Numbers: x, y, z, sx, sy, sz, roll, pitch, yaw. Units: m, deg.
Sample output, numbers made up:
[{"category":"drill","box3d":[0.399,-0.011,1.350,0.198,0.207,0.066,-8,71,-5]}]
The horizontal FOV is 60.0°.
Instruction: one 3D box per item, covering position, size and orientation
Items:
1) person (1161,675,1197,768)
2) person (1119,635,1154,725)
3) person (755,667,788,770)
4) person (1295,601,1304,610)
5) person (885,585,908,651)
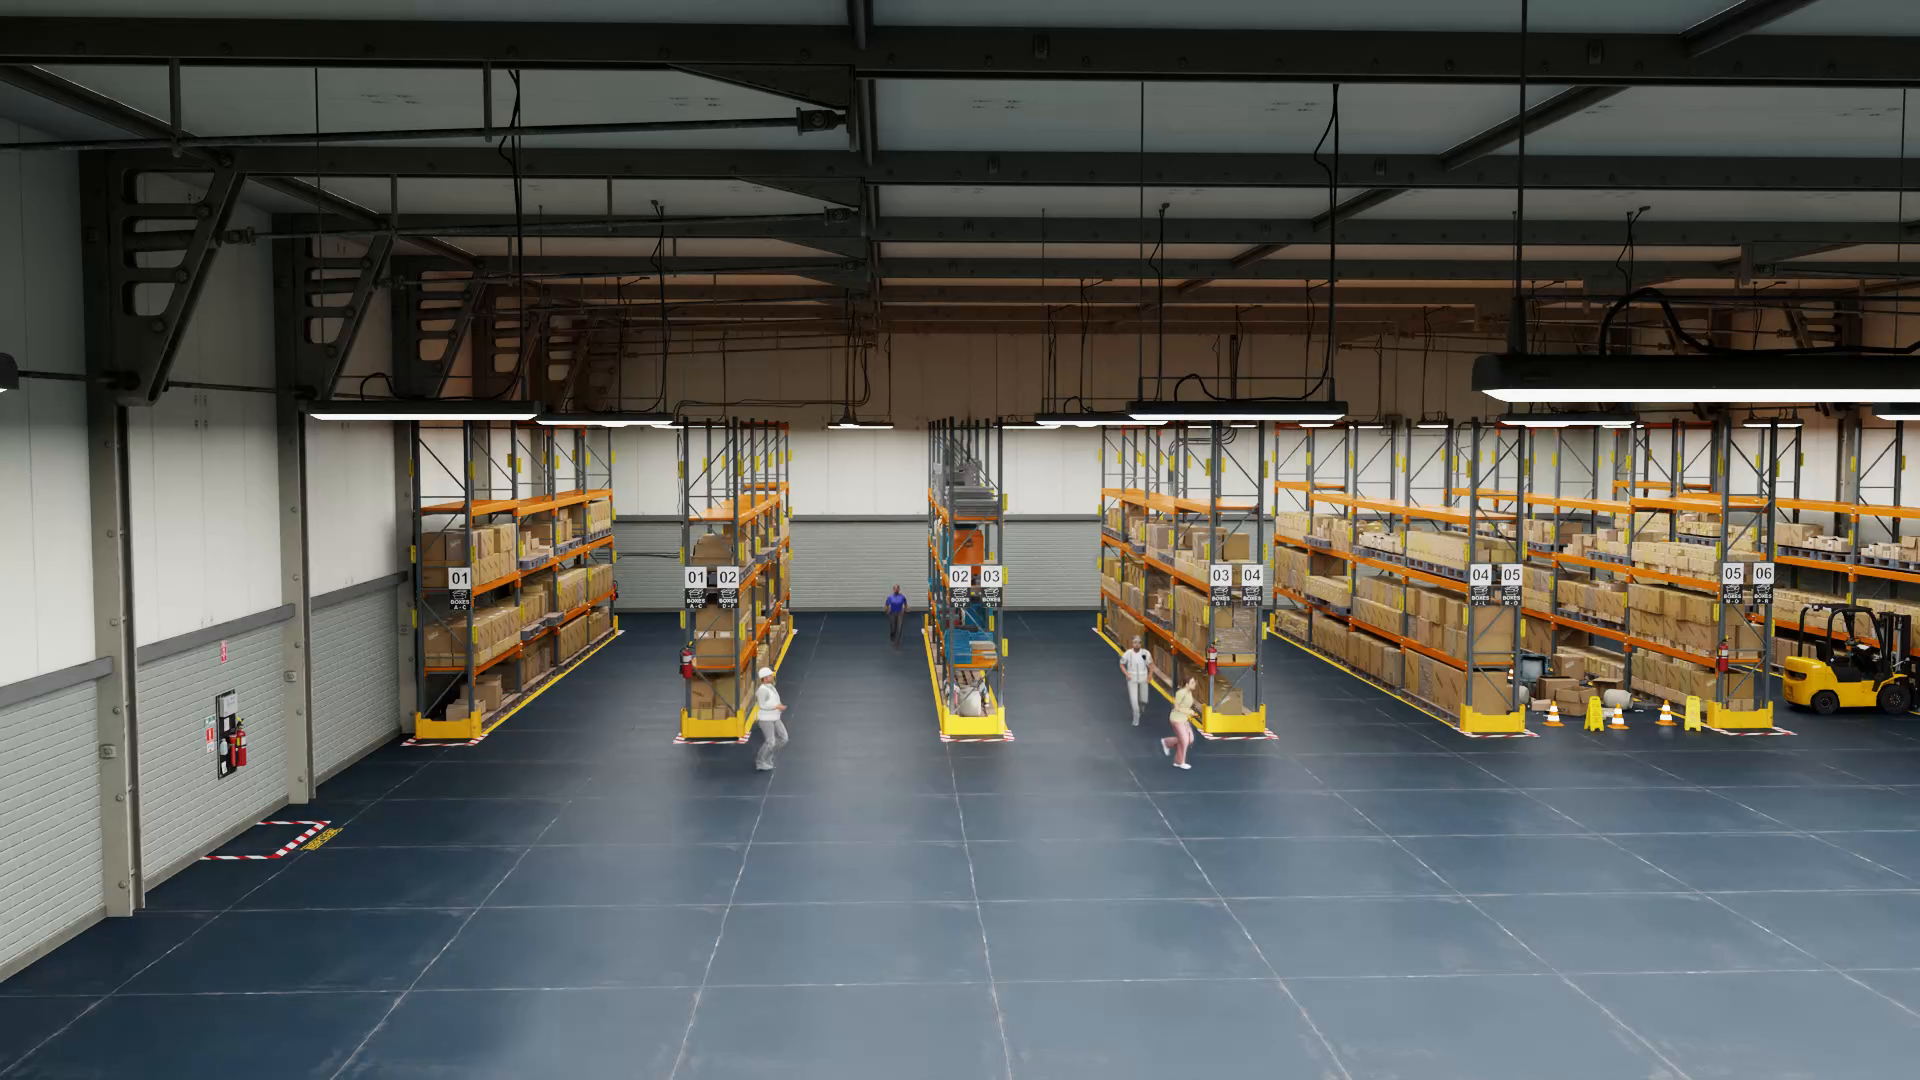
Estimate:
[{"category":"person","box3d":[3.734,3.085,28.298,0.691,1.602,0.562,3,5,36]},{"category":"person","box3d":[3.476,2.736,32.684,0.680,1.751,0.636,0,4,0]},{"category":"person","box3d":[-3.159,3.013,28.055,0.617,1.739,0.645,1,4,16]},{"category":"person","box3d":[10.255,1.687,49.432,0.594,1.617,0.563,-1,4,-22]},{"category":"person","box3d":[-1.588,1.925,41.581,0.582,1.630,0.577,0,4,-6]}]
